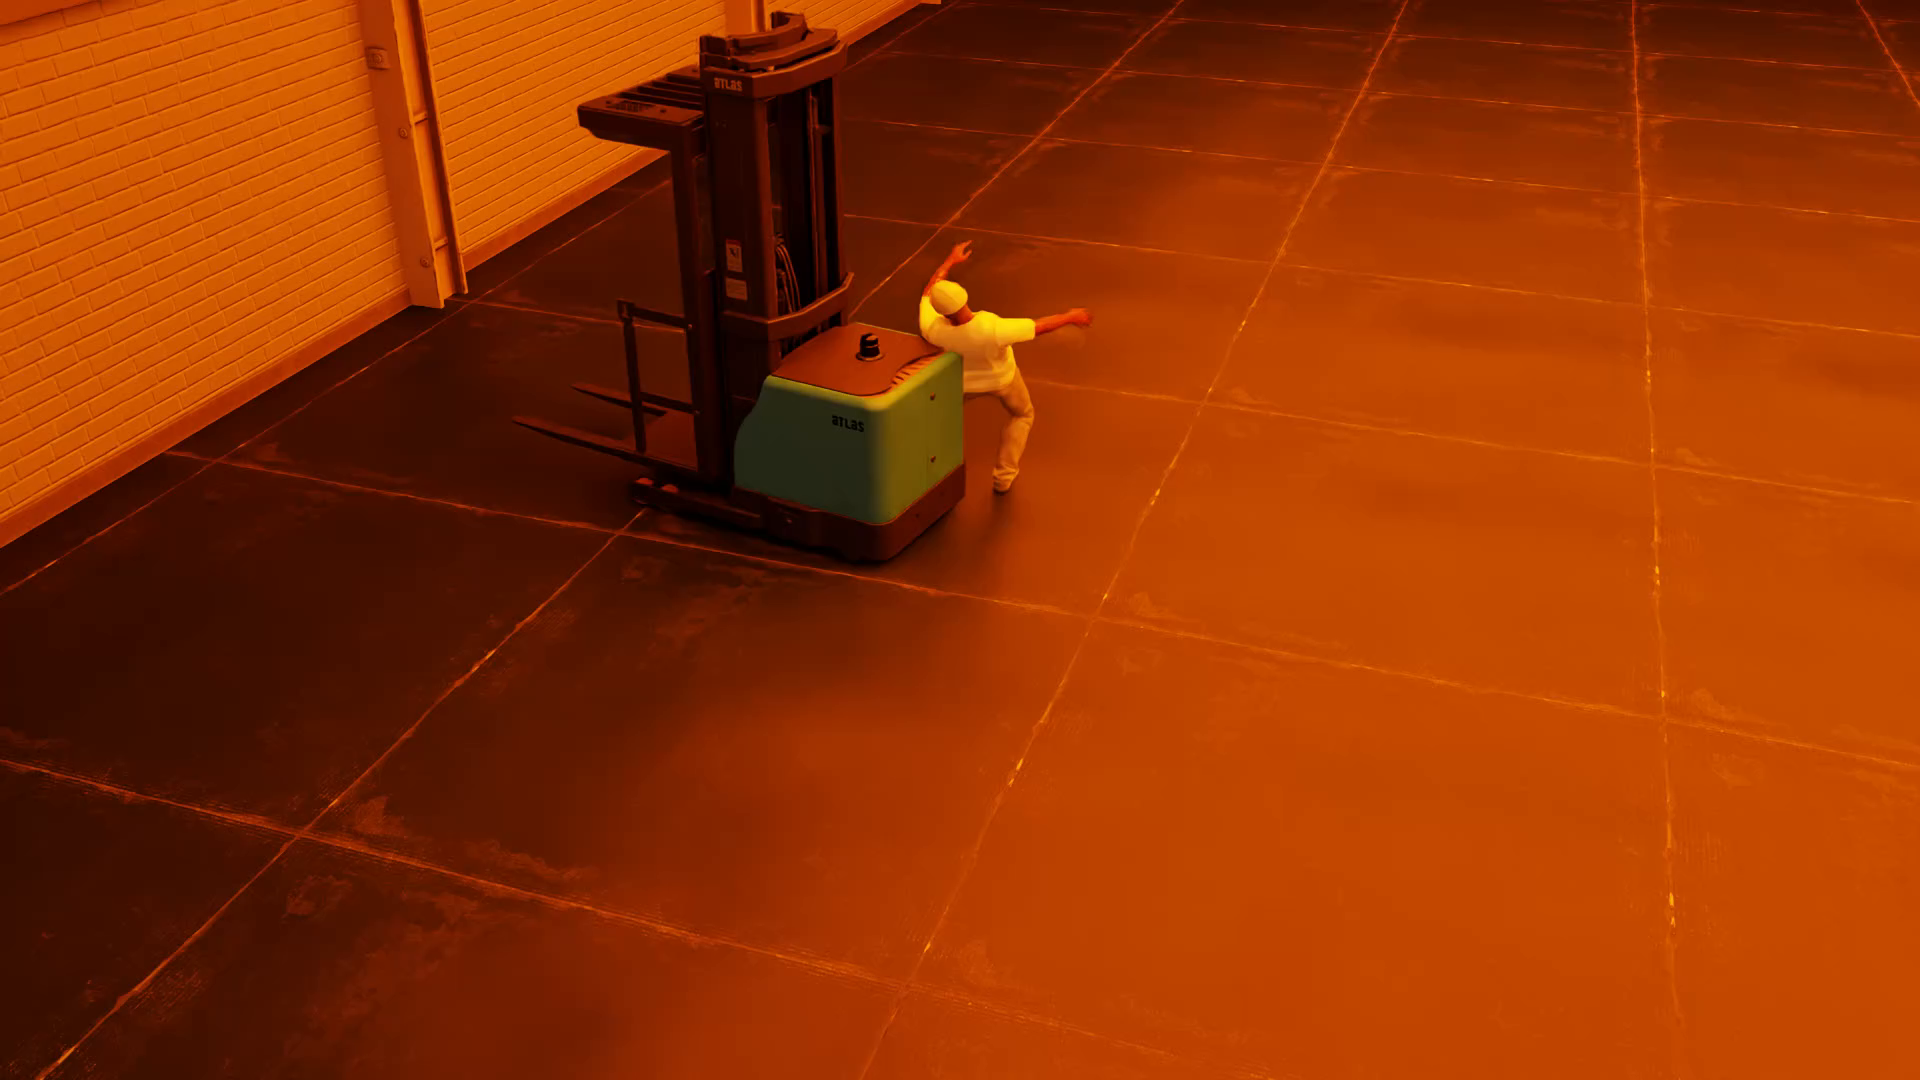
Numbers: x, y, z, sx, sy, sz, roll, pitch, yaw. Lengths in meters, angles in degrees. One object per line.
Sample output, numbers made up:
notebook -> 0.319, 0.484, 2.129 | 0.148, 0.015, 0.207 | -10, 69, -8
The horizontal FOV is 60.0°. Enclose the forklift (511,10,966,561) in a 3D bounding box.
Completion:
forklift -> -1.505, -1.663, 10.054 | 3.031, 2.935, 1.130 | 15, 33, 25

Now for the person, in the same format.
person -> 0.269, -1.015, 10.294 | 1.118, 1.523, 0.738 | 0, 30, 0
